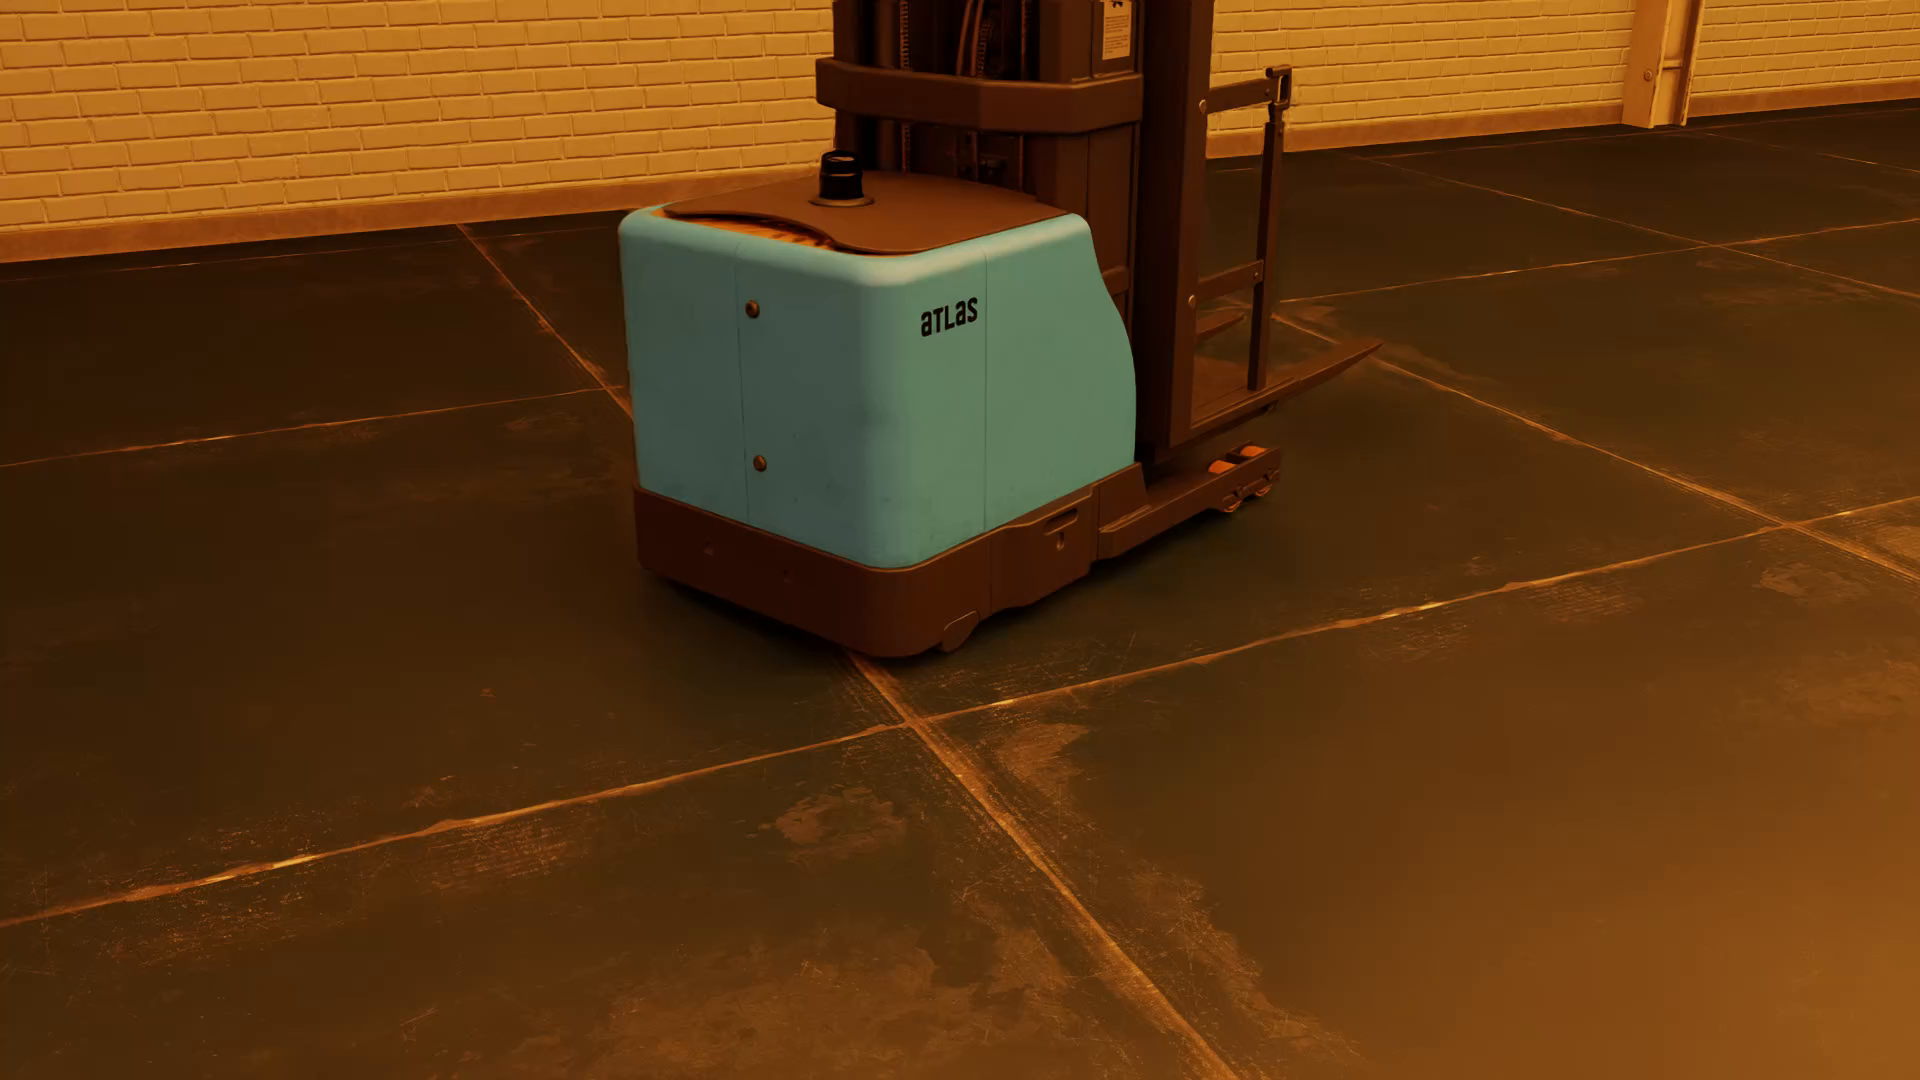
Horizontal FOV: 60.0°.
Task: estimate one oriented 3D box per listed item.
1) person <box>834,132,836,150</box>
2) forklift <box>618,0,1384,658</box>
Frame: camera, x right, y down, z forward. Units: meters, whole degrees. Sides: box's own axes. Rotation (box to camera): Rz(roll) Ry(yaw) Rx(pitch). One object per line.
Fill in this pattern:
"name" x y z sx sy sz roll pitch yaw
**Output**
"person" -0.220 -1.849 7.593 0.807 1.522 0.817 -10 25 -22
"forklift" 0.401 -1.548 5.011 1.130 2.935 3.031 18 28 36
